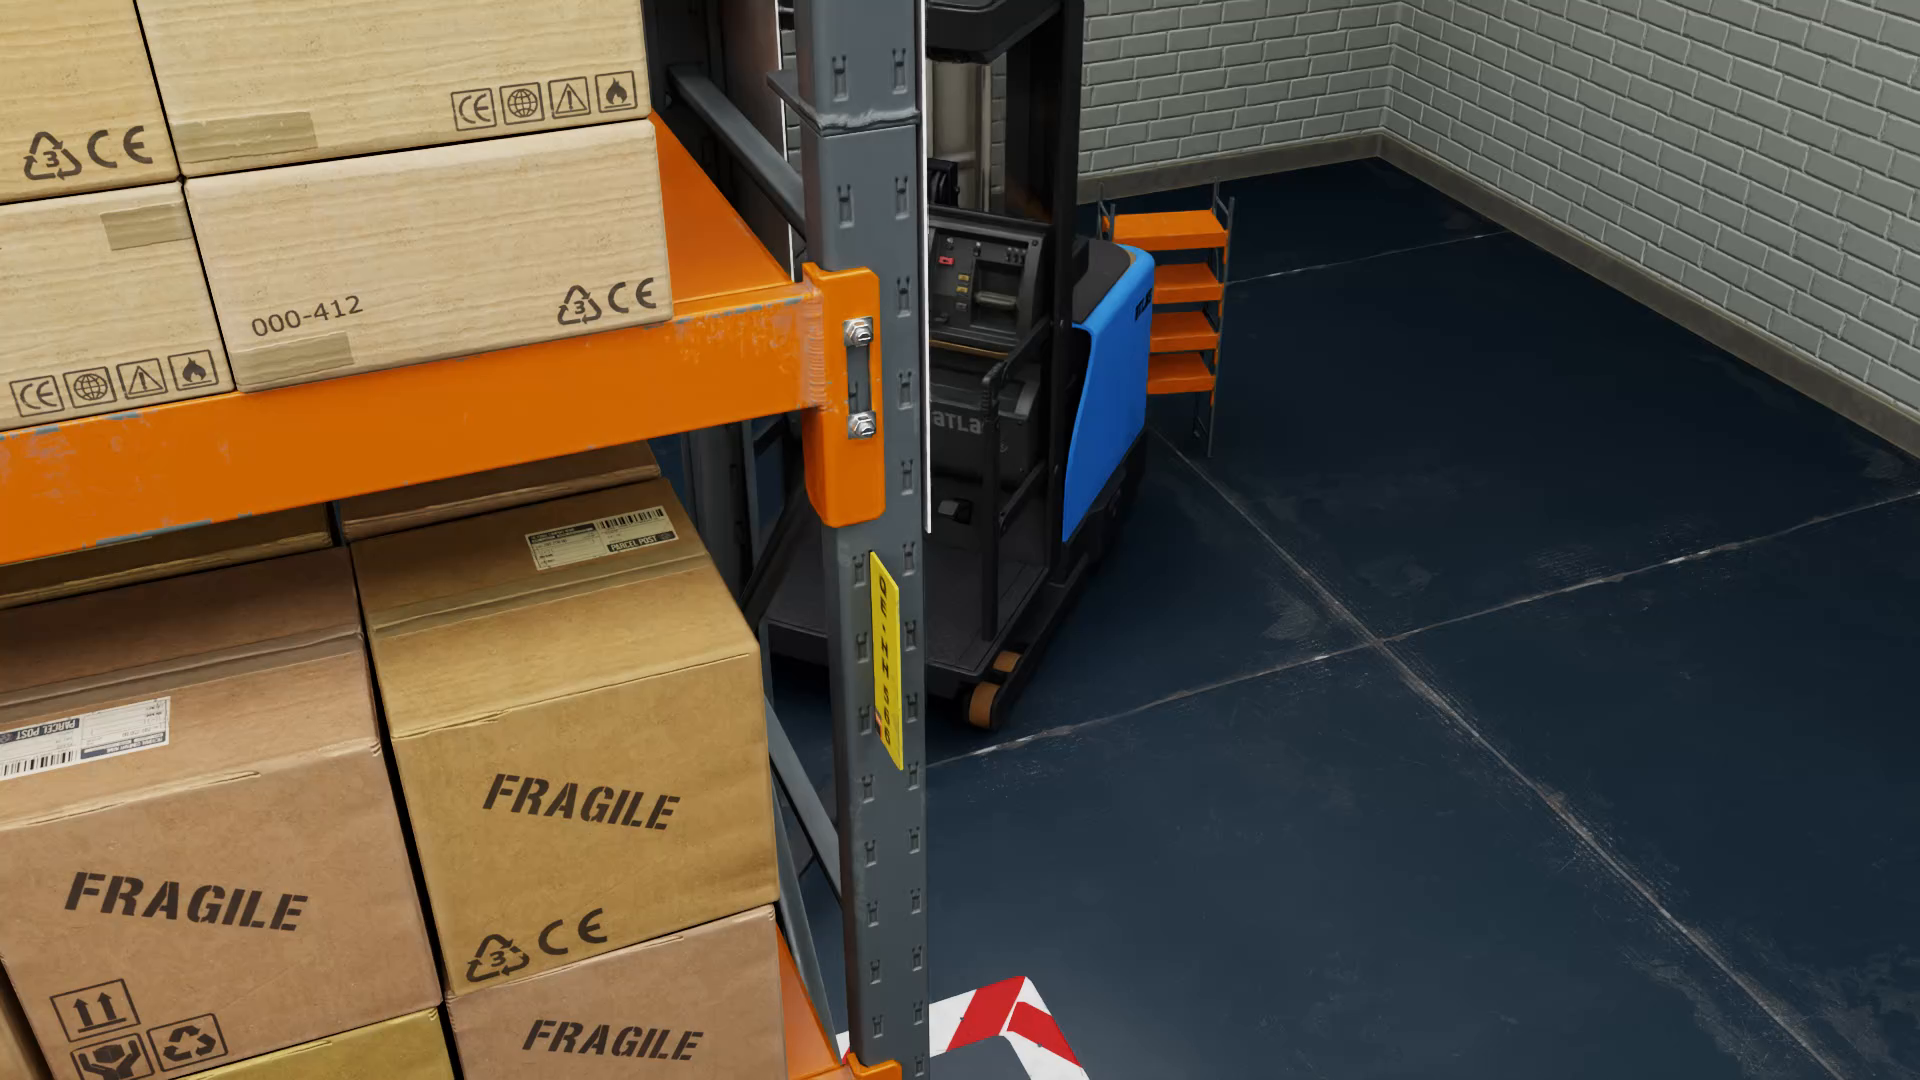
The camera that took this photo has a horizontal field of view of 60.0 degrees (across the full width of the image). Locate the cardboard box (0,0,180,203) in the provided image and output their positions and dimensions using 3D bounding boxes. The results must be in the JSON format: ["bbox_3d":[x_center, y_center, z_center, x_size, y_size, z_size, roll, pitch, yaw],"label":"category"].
[{"bbox_3d":[-1.137,-0.550,1.774,0.500,0.250,0.500,-13,35,-19],"label":"cardboard box"}]

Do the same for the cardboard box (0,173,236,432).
[{"bbox_3d":[-1.138,-0.342,1.913,0.500,0.250,0.500,-13,35,-19],"label":"cardboard box"}]

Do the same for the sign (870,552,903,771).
[{"bbox_3d":[-0.105,0.177,2.377,0.005,0.325,0.100,-13,35,-19],"label":"sign"}]

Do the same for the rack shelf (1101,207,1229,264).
[{"bbox_3d":[0.833,-1.239,6.834,0.480,0.148,0.258,-5,33,-7],"label":"rack shelf"}]

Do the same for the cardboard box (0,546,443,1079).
[{"bbox_3d":[-1.070,0.389,2.393,0.500,0.500,0.500,-12,35,-18],"label":"cardboard box"}]

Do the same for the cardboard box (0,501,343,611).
[{"bbox_3d":[-1.291,0.125,2.798,0.500,0.500,0.500,-13,35,-18],"label":"cardboard box"}]

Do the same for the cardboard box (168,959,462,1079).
[{"bbox_3d":[-1.085,0.812,2.660,0.500,0.500,0.500,-13,35,-19],"label":"cardboard box"}]

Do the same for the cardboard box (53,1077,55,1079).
[{"bbox_3d":[-1.548,0.914,2.502,0.500,0.500,0.500,-13,35,-19],"label":"cardboard box"}]

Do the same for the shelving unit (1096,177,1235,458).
[{"bbox_3d":[0.833,-0.910,7.049,0.503,1.200,0.258,-5,33,-7],"label":"shelving unit"}]

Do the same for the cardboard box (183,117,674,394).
[{"bbox_3d":[-0.673,-0.442,2.067,0.500,0.250,0.500,-13,35,-19],"label":"cardboard box"}]

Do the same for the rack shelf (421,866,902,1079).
[{"bbox_3d":[-2.145,1.235,2.761,4.000,0.370,1.077,-13,35,-19],"label":"rack shelf"}]

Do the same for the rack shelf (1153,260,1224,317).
[{"bbox_3d":[0.833,-1.041,6.963,0.480,0.148,0.258,-5,33,-7],"label":"rack shelf"}]

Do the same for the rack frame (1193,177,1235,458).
[{"bbox_3d":[1.075,-0.929,7.078,0.015,1.200,0.240,-5,33,-7],"label":"rack frame"}]

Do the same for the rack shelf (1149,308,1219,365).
[{"bbox_3d":[0.833,-0.854,7.085,0.480,0.148,0.258,-5,33,-7],"label":"rack shelf"}]

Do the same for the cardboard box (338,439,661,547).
[{"bbox_3d":[-0.812,0.011,2.974,0.500,0.500,0.500,-12,35,-17],"label":"cardboard box"}]

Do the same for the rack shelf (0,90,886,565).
[{"bbox_3d":[-2.145,-0.022,1.943,4.000,0.370,1.077,-13,35,-19],"label":"rack shelf"}]

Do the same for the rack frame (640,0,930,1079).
[{"bbox_3d":[-0.301,0.511,3.214,0.127,3.000,1.000,-13,35,-19],"label":"rack frame"}]

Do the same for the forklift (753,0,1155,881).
[{"bbox_3d":[-0.255,-0.838,5.351,1.130,2.935,3.031,13,35,19],"label":"forklift"}]

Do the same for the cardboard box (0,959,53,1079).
[{"bbox_3d":[-1.547,0.501,2.221,0.500,0.500,0.500,-12,35,-18],"label":"cardboard box"}]

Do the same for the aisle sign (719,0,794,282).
[{"bbox_3d":[-0.352,-0.741,2.754,0.004,0.787,0.394,-13,35,-19],"label":"aisle sign"}]

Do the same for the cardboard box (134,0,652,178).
[{"bbox_3d":[-0.676,-0.656,1.937,0.500,0.250,0.500,-13,35,-19],"label":"cardboard box"}]

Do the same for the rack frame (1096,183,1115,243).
[{"bbox_3d":[0.592,-0.891,7.019,0.015,1.200,0.240,-5,33,-7],"label":"rack frame"}]

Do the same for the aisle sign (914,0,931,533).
[{"bbox_3d":[-0.119,-0.439,2.291,0.004,0.787,0.394,-13,35,-19],"label":"aisle sign"}]

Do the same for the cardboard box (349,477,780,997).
[{"bbox_3d":[-0.605,0.282,2.557,0.500,0.500,0.500,-13,35,-19],"label":"cardboard box"}]

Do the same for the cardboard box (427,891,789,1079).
[{"bbox_3d":[-0.608,0.701,2.831,0.500,0.500,0.500,-12,35,-17],"label":"cardboard box"}]

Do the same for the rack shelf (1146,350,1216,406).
[{"bbox_3d":[0.833,-0.687,7.194,0.480,0.148,0.258,-5,33,-7],"label":"rack shelf"}]

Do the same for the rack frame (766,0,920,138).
[{"bbox_3d":[-0.301,-2.004,1.578,0.127,3.000,1.000,-13,35,-19],"label":"rack frame"}]

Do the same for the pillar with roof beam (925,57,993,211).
[{"bbox_3d":[1.599,-3.334,3.623,0.400,9.000,9.100,-13,35,-19],"label":"pillar with roof beam"}]

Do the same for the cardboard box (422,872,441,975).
[{"bbox_3d":[-1.286,0.542,3.075,0.500,0.500,0.500,-13,35,-19],"label":"cardboard box"}]
